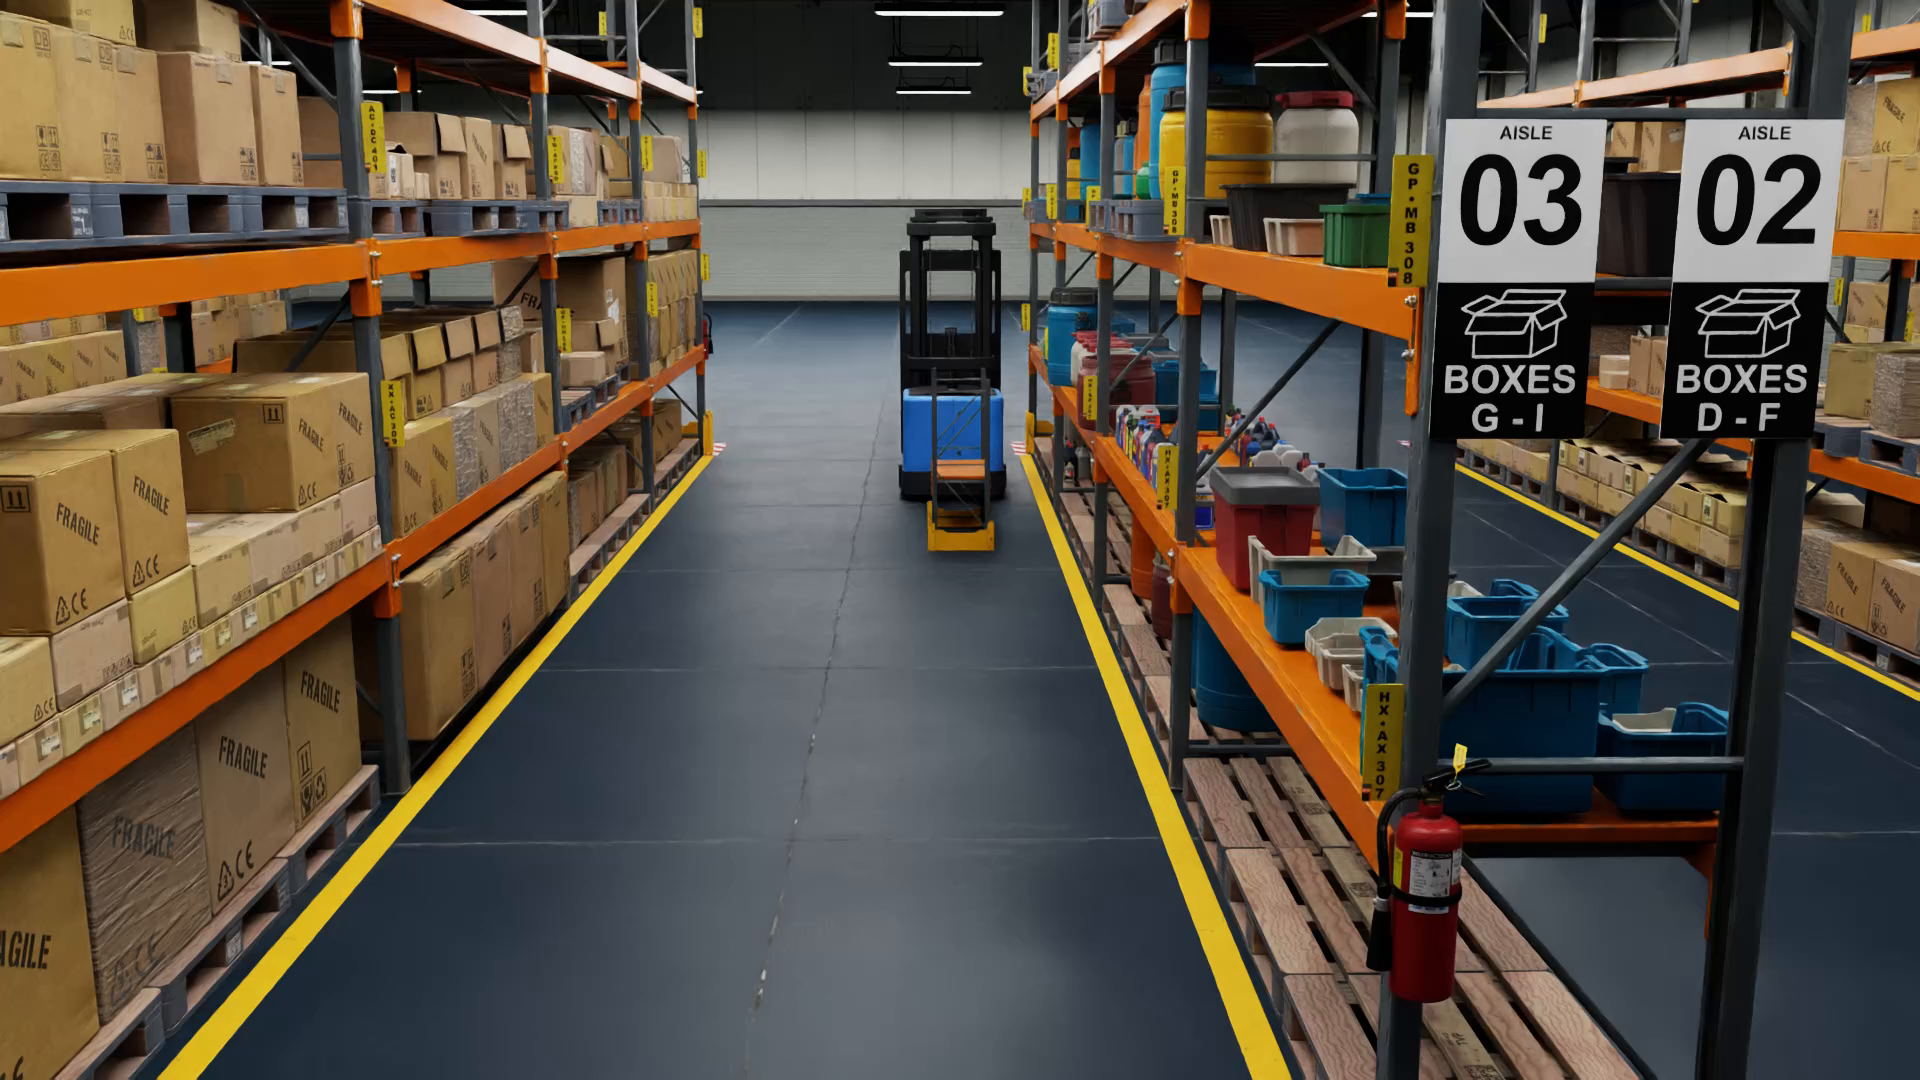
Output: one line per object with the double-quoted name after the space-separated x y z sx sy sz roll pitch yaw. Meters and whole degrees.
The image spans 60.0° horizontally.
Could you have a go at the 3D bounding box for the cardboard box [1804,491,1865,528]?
6.747 -0.232 13.108 0.500 0.311 0.500 0 11 1 "cardboard box"

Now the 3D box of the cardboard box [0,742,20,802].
-2.952 0.688 4.757 0.380 0.149 0.250 0 11 -1 "cardboard box"

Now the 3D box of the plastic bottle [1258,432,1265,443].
1.916 -0.548 10.507 0.061 0.283 0.133 0 11 -1 "plastic bottle"

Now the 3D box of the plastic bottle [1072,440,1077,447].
1.224 -0.916 17.754 0.061 0.283 0.133 0 11 -1 "plastic bottle"

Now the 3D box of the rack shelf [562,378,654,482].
-3.482 -0.999 14.247 1.077 0.370 4.000 0 11 -1 "rack shelf"

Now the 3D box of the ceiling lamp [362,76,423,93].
-15.154 -13.356 43.577 2.000 3.185 0.800 0 11 -1 "ceiling lamp"

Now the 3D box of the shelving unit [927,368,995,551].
-0.002 -0.750 14.985 0.587 1.500 1.083 0 11 -1 "shelving unit"

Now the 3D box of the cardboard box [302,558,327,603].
-3.008 0.177 7.274 0.380 0.149 0.250 0 11 0 "cardboard box"

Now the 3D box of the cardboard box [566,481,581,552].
-3.498 -0.188 13.620 0.700 0.500 0.500 -1 12 -6 "cardboard box"

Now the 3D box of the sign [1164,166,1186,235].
1.044 -1.652 8.089 0.100 0.325 0.005 0 11 -1 "sign"

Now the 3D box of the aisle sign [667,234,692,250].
-3.307 -3.832 19.863 0.394 0.787 0.004 0 11 -1 "aisle sign"

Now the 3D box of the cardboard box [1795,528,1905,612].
6.204 0.211 11.653 0.500 0.500 0.500 -1 11 -3 "cardboard box"

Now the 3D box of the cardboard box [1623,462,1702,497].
6.174 -0.533 14.592 0.500 0.311 0.500 0 11 0 "cardboard box"

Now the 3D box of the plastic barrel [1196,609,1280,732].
1.600 0.535 9.097 0.600 0.901 0.708 0 11 -1 "plastic barrel"

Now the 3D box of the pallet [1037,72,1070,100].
1.356 -4.828 17.703 1.003 0.211 1.213 0 11 -1 "pallet"

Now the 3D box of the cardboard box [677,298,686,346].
-3.524 -2.431 18.498 0.875 0.500 0.500 0 11 -1 "cardboard box"

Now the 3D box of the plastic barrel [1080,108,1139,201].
1.515 -3.889 16.823 0.600 0.901 0.708 0 11 -1 "plastic barrel"

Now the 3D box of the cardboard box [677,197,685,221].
-3.326 -3.645 18.313 0.500 0.250 0.500 0 11 0 "cardboard box"

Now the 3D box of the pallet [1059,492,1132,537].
1.484 -0.247 15.744 1.003 0.211 1.213 0 11 -1 "pallet"

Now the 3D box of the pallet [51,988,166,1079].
-3.370 1.844 5.437 1.003 0.211 1.213 0 11 -1 "pallet"

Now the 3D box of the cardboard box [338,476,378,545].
-3.086 -0.144 7.855 0.500 0.250 0.500 0 11 -2 "cardboard box"

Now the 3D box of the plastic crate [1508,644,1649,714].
1.987 0.487 5.382 0.416 0.233 0.300 0 11 -1 "plastic crate"

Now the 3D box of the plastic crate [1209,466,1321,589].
1.362 -0.061 7.505 0.402 0.464 0.583 0 11 -1 "plastic crate"

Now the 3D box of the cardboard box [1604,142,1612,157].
6.635 -3.684 16.468 0.500 0.500 0.500 1 11 4 "cardboard box"

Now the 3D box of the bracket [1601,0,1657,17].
11.589 -8.963 27.553 0.076 0.066 4.783 0 11 -1 "bracket"

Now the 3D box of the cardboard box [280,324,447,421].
-3.382 -0.963 9.486 0.797 0.503 0.637 0 11 -1 "cardboard box"

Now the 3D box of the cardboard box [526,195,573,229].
-3.196 -2.445 12.399 0.500 0.250 0.500 0 11 0 "cardboard box"

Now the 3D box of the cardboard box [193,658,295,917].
-3.405 0.987 6.936 0.875 0.875 0.875 0 11 -1 "cardboard box"

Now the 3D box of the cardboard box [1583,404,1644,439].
6.685 -1.108 16.950 0.500 0.500 0.500 0 11 -1 "cardboard box"

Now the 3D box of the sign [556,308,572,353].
-2.885 -1.524 12.116 0.100 0.325 0.005 0 11 -1 "sign"

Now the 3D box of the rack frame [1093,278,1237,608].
1.512 -0.974 12.317 1.000 3.000 0.127 0 11 -1 "rack frame"

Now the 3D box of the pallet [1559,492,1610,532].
6.436 -0.276 15.889 1.003 0.211 1.213 0 11 -1 "pallet"

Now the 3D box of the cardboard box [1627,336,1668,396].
6.392 -1.580 15.054 0.500 0.500 0.500 1 11 3 "cardboard box"

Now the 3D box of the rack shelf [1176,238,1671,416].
1.636 -0.899 6.211 1.077 0.370 4.000 0 11 -1 "rack shelf"

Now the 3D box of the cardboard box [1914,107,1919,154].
6.488 -2.713 10.579 0.500 0.500 0.500 0 11 -1 "cardboard box"

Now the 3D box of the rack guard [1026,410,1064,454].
1.395 -1.324 20.330 1.175 0.500 0.348 0 11 -1 "rack guard"

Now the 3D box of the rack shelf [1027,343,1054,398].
1.388 -1.814 18.267 1.077 0.370 4.000 0 11 -1 "rack shelf"

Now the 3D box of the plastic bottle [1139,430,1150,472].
1.196 -0.571 10.653 0.097 0.271 0.097 0 11 0 "plastic bottle"

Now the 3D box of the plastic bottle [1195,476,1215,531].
1.263 -0.195 8.789 0.152 0.276 0.135 0 11 -1 "plastic bottle"

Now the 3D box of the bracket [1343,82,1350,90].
11.164 -13.053 47.714 0.235 0.232 0.430 0 11 -1 "bracket"

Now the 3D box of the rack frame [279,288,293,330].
-8.567 -2.544 20.053 1.000 3.000 0.127 0 11 -1 "rack frame"

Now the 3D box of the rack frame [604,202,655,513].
-3.523 -1.749 16.136 1.000 3.000 0.127 0 11 -1 "rack frame"

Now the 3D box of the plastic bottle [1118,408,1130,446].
1.172 -0.801 11.785 0.097 0.271 0.097 0 11 0 "plastic bottle"

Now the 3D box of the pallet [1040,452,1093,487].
1.429 -0.779 18.370 1.003 0.211 1.213 0 11 -1 "pallet"

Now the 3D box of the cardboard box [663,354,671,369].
-3.230 -1.869 17.357 0.380 0.149 0.250 0 11 -1 "cardboard box"

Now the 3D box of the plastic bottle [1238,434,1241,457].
1.941 -0.671 11.323 0.097 0.201 0.097 0 11 0 "plastic bottle"

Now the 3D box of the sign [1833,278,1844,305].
10.709 -3.027 20.259 0.100 0.325 0.005 0 11 -1 "sign"

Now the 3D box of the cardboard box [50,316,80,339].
-8.455 -2.087 15.034 0.700 0.500 0.500 0 11 -2 "cardboard box"

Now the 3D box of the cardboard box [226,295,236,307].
-8.618 -2.852 18.478 0.875 0.550 0.550 0 11 -1 "cardboard box"

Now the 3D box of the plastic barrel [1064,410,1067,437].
1.436 -1.420 19.717 0.421 0.512 0.421 0 11 0 "plastic barrel"

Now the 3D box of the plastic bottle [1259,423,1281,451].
1.938 -0.549 10.345 0.144 0.351 0.185 0 11 -1 "plastic bottle"

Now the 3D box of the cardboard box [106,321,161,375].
-8.504 -1.895 16.480 0.875 0.550 0.550 0 11 -1 "cardboard box"

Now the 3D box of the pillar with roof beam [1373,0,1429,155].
7.331 -10.163 42.520 9.100 9.000 0.548 0 11 -1 "pillar with roof beam"

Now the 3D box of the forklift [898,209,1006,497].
-0.113 -2.129 18.181 1.130 2.935 3.031 0 11 -2 "forklift"

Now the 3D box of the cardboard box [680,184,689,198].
-3.256 -3.926 18.697 0.380 0.149 0.250 0 11 -1 "cardboard box"

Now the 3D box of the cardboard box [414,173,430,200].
-3.238 -2.008 9.444 0.380 0.149 0.250 -1 11 -3 "cardboard box"
